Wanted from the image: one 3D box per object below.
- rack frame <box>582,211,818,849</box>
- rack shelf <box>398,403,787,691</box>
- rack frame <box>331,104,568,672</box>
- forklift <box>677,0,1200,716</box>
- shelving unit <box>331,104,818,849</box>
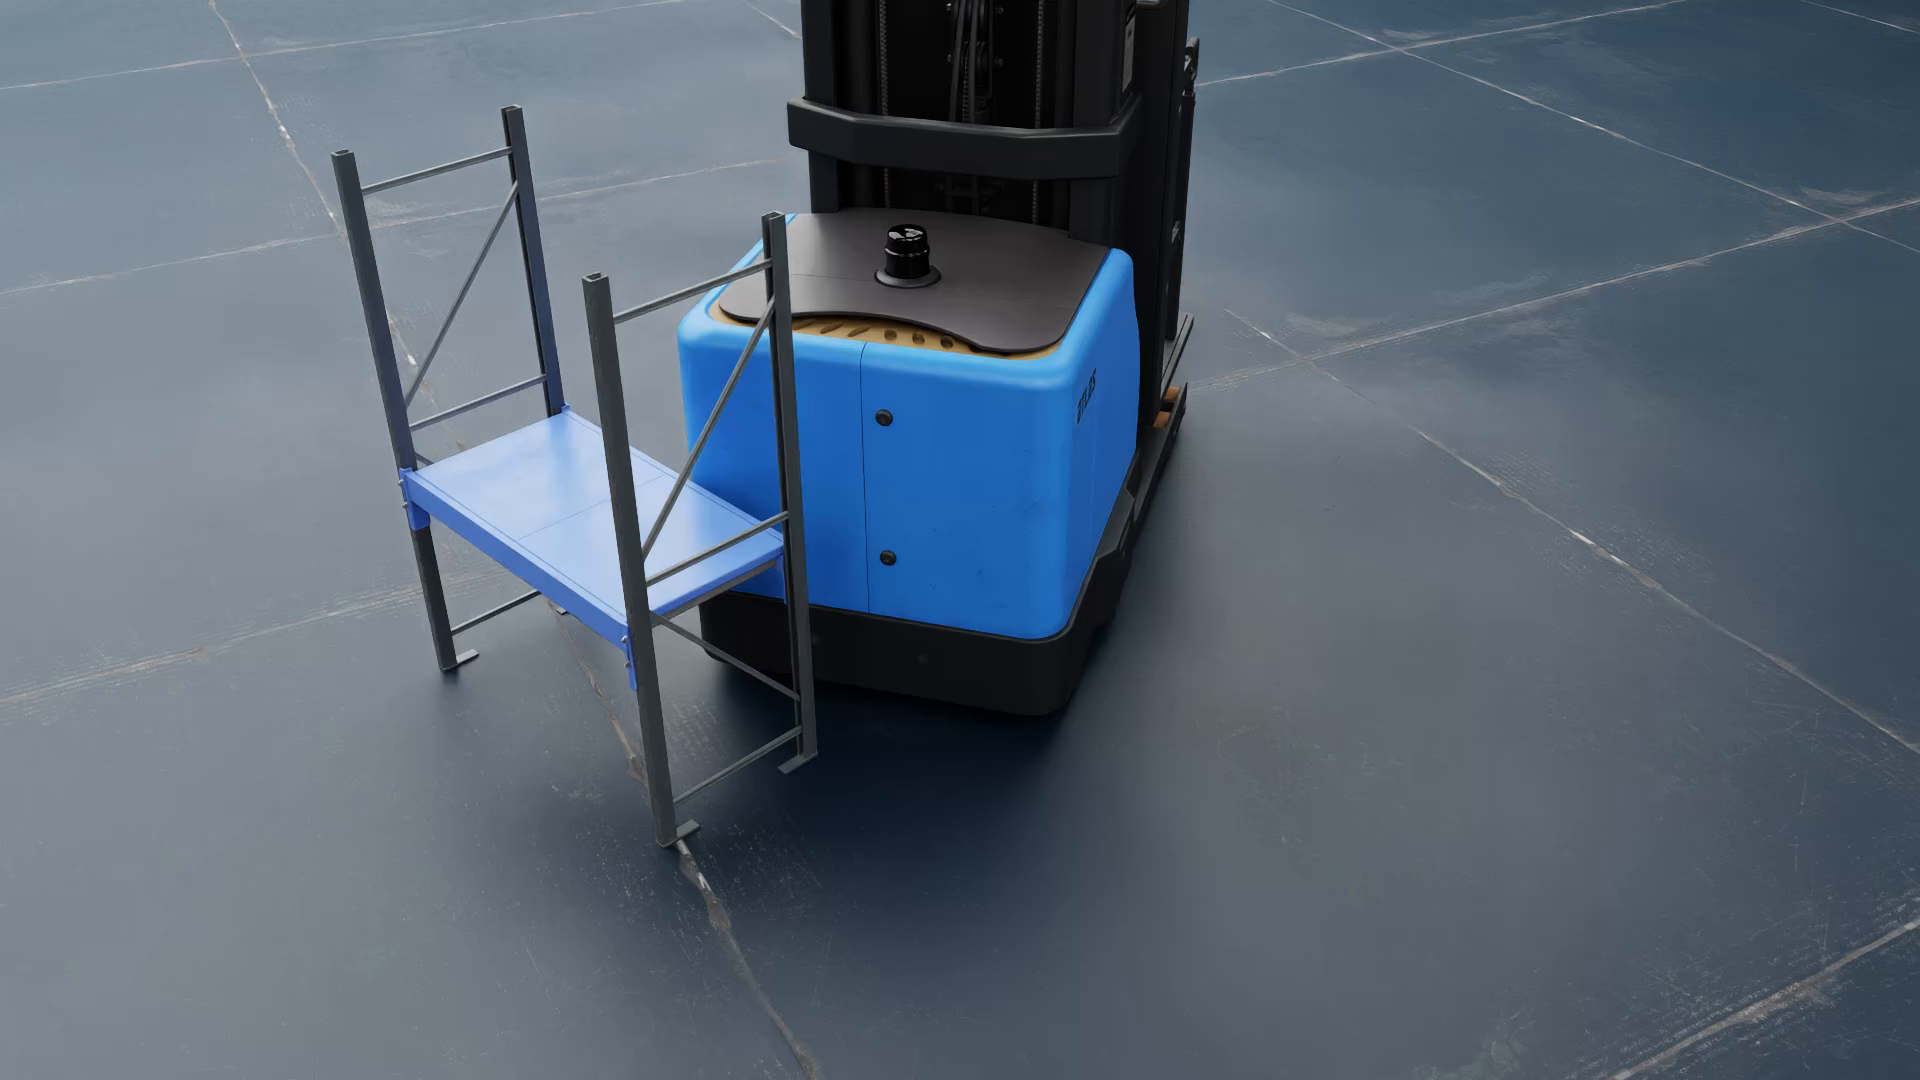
[{"bbox_3d":[-0.560,0.024,3.822,0.032,1.500,0.500,28,42,36],"label":"rack frame"},{"bbox_3d":[-0.921,-0.017,4.220,1.000,0.185,0.538,28,42,36],"label":"rack shelf"},{"bbox_3d":[-1.283,-0.362,4.424,0.032,1.500,0.500,28,42,36],"label":"rack frame"},{"bbox_3d":[0.170,-1.558,4.965,1.130,2.935,3.031,9,34,13],"label":"forklift"},{"bbox_3d":[-0.921,-0.169,4.123,1.048,1.500,0.538,28,42,36],"label":"shelving unit"}]
